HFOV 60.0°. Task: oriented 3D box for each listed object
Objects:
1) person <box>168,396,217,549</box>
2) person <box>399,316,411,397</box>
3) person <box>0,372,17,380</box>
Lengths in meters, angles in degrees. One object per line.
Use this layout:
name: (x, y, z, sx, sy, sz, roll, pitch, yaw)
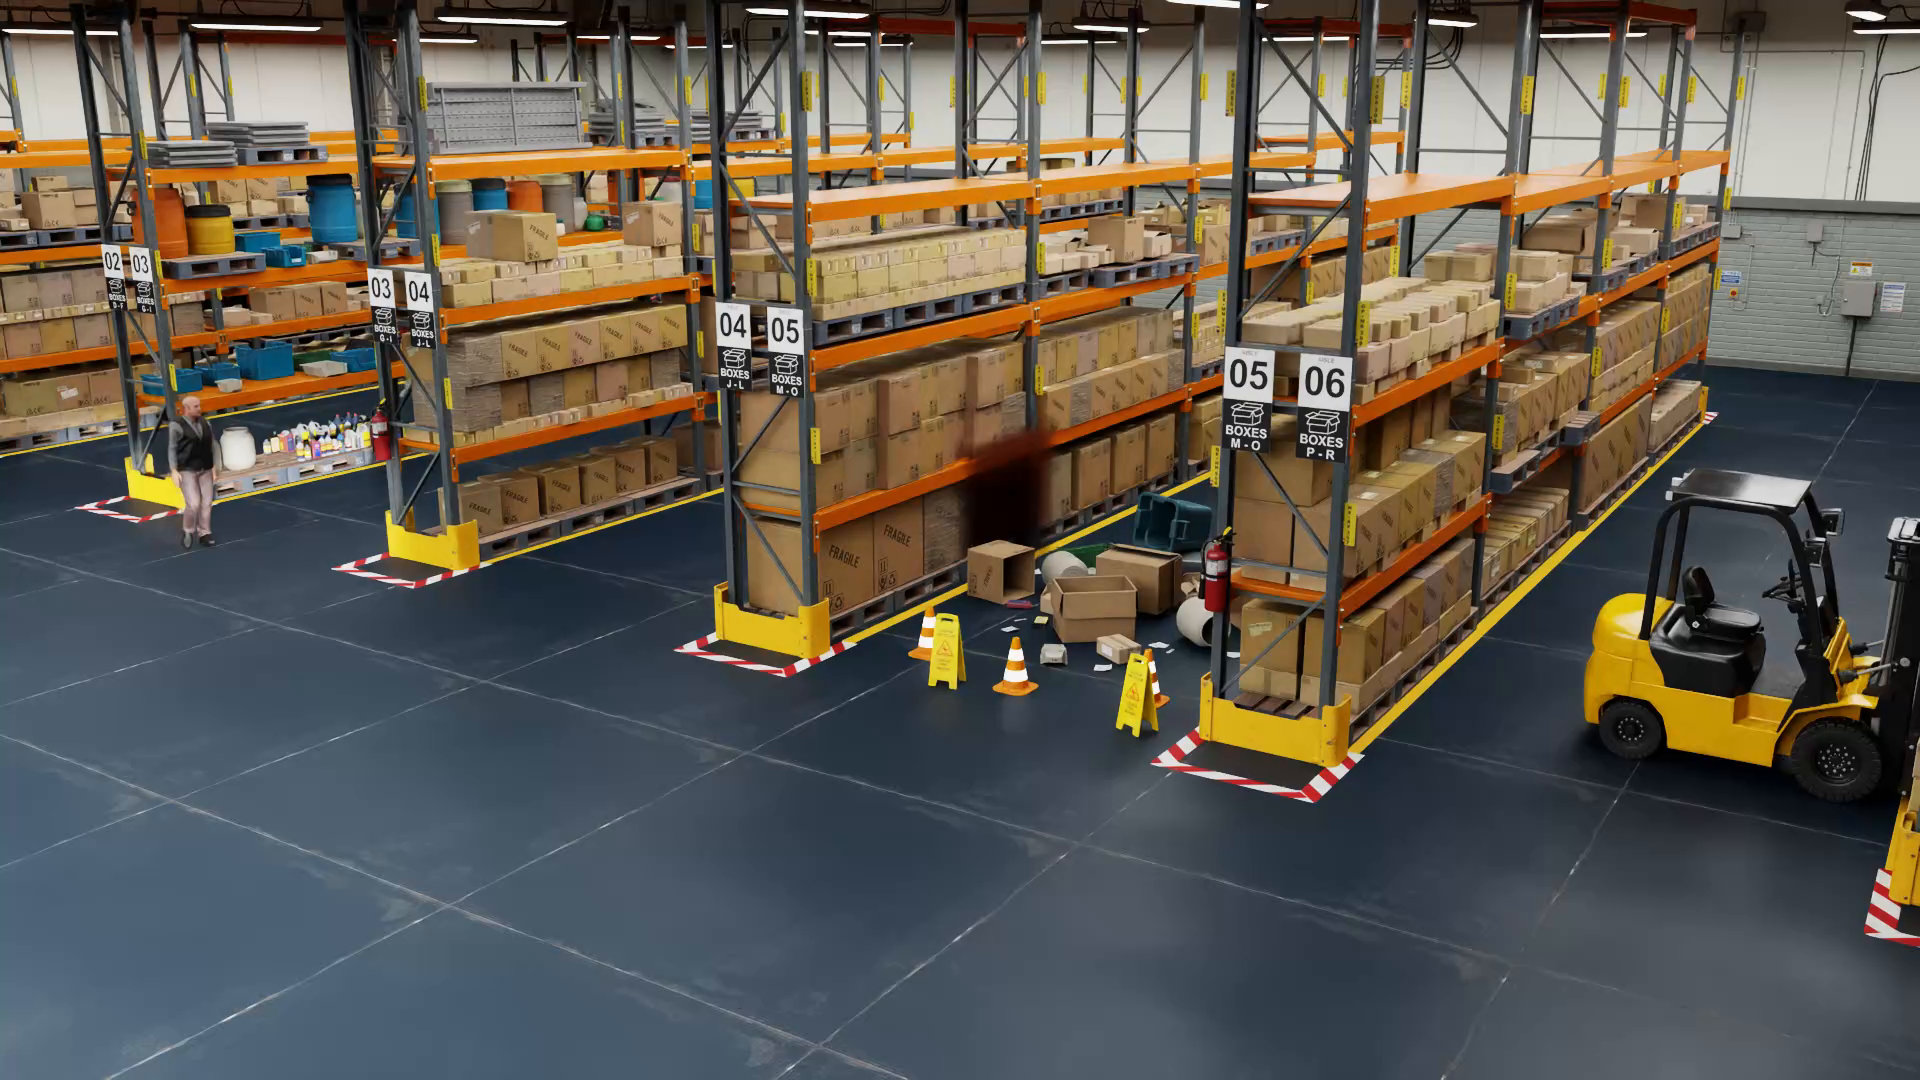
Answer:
person: (-8.604, -0.766, 18.728, 0.430, 1.725, 0.569, 10, 18, 31)
person: (-9.056, -3.245, 27.766, 0.588, 1.611, 1.051, 7, 17, 23)
person: (-14.727, -2.627, 25.357, 0.584, 1.712, 0.989, 6, 17, 20)
